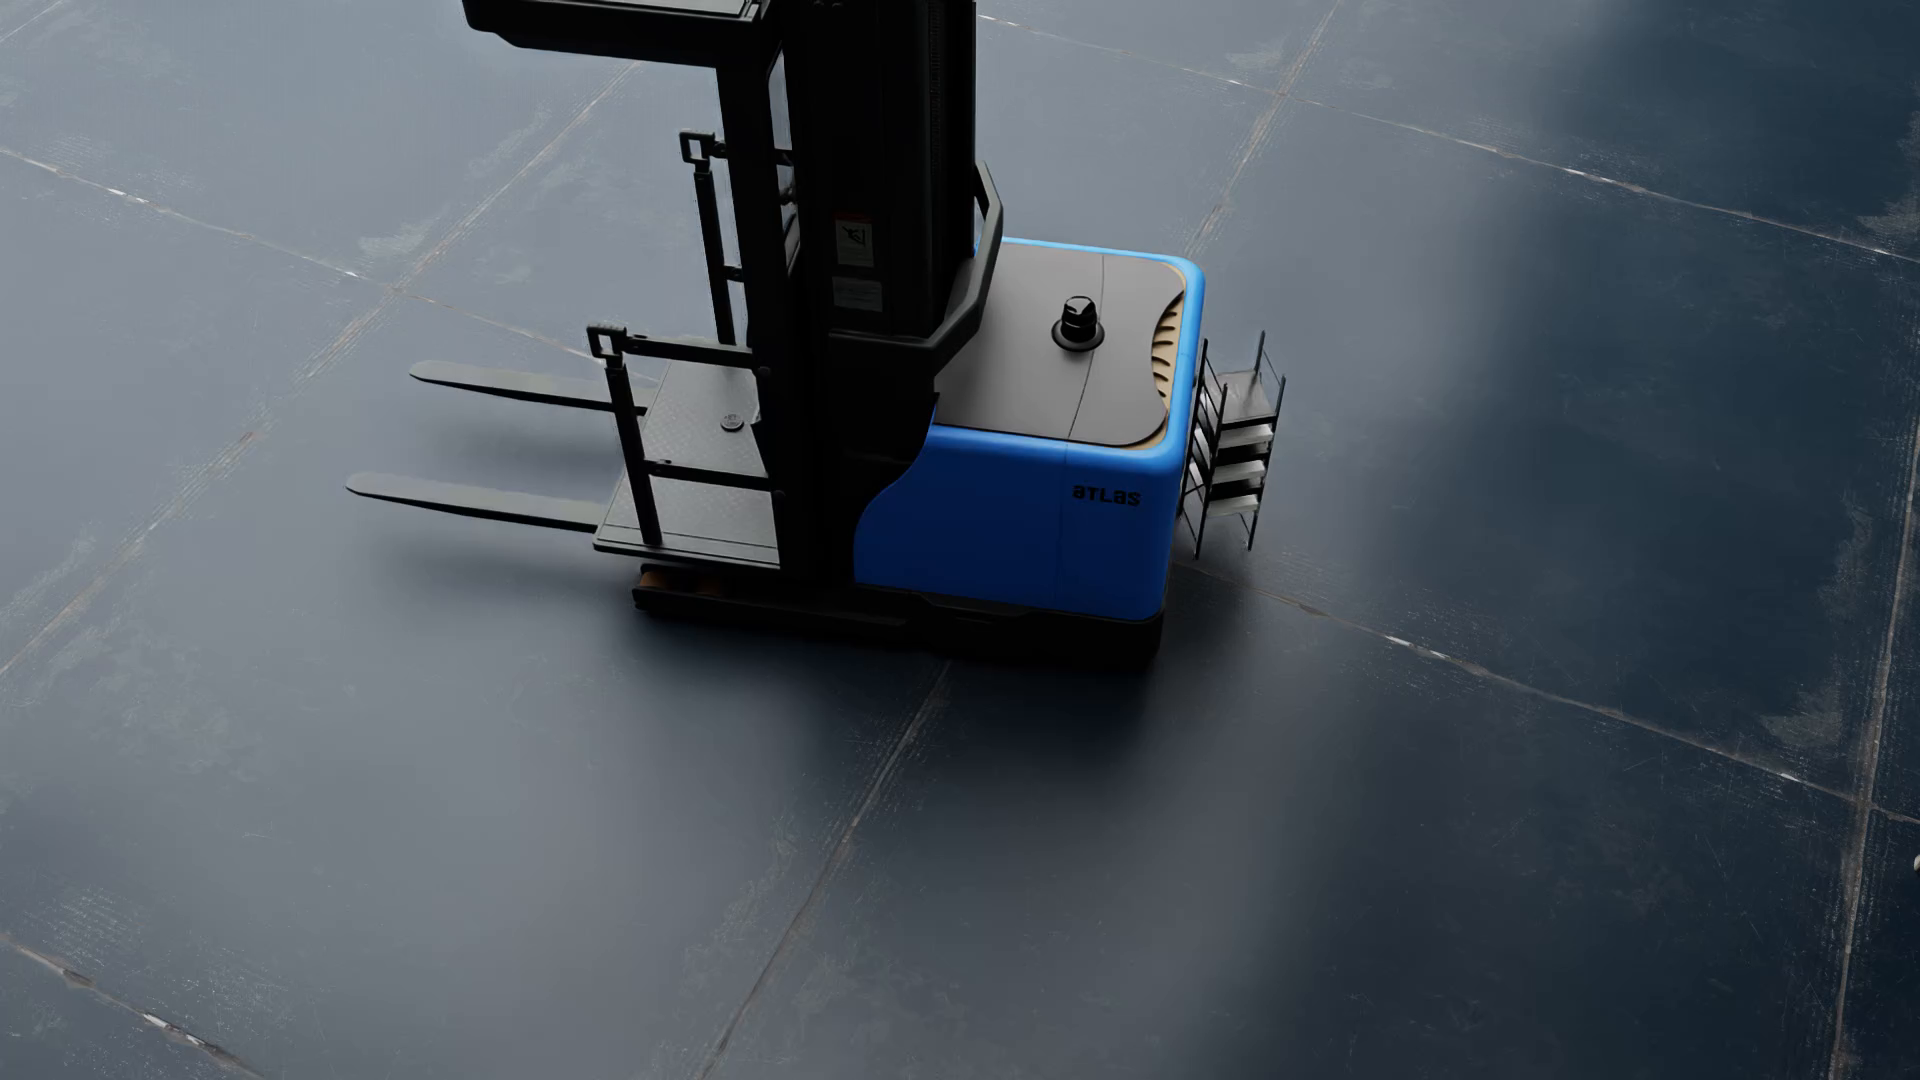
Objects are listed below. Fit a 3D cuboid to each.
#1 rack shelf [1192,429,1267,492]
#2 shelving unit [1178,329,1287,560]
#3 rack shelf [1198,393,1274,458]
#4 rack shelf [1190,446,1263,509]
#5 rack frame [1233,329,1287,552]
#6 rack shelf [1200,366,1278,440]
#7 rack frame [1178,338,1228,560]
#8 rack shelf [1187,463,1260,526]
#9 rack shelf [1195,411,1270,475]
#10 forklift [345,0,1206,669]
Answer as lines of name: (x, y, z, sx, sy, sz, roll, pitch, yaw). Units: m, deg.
rack shelf: (0.959, -0.301, 5.958, 0.200, 0.077, 0.258, -9, 50, -8)
shelving unit: (0.959, -0.322, 5.933, 0.210, 0.900, 0.258, -9, 50, -8)
rack shelf: (0.959, -0.417, 5.821, 0.200, 0.077, 0.258, -9, 50, -8)
rack shelf: (0.959, -0.242, 6.027, 0.200, 0.077, 0.258, -9, 50, -8)
rack frame: (1.059, -0.338, 5.946, 0.006, 0.900, 0.240, -9, 50, -8)
rack shelf: (0.959, -0.476, 5.753, 0.200, 0.077, 0.258, -9, 50, -8)
rack frame: (0.860, -0.306, 5.919, 0.006, 0.900, 0.240, -9, 50, -8)
rack shelf: (0.959, -0.184, 6.095, 0.200, 0.077, 0.258, -9, 50, -8)
rack shelf: (0.959, -0.359, 5.890, 0.200, 0.077, 0.258, -9, 50, -8)
forklift: (-0.718, -1.047, 5.217, 3.031, 2.935, 1.130, 8, 50, 7)
